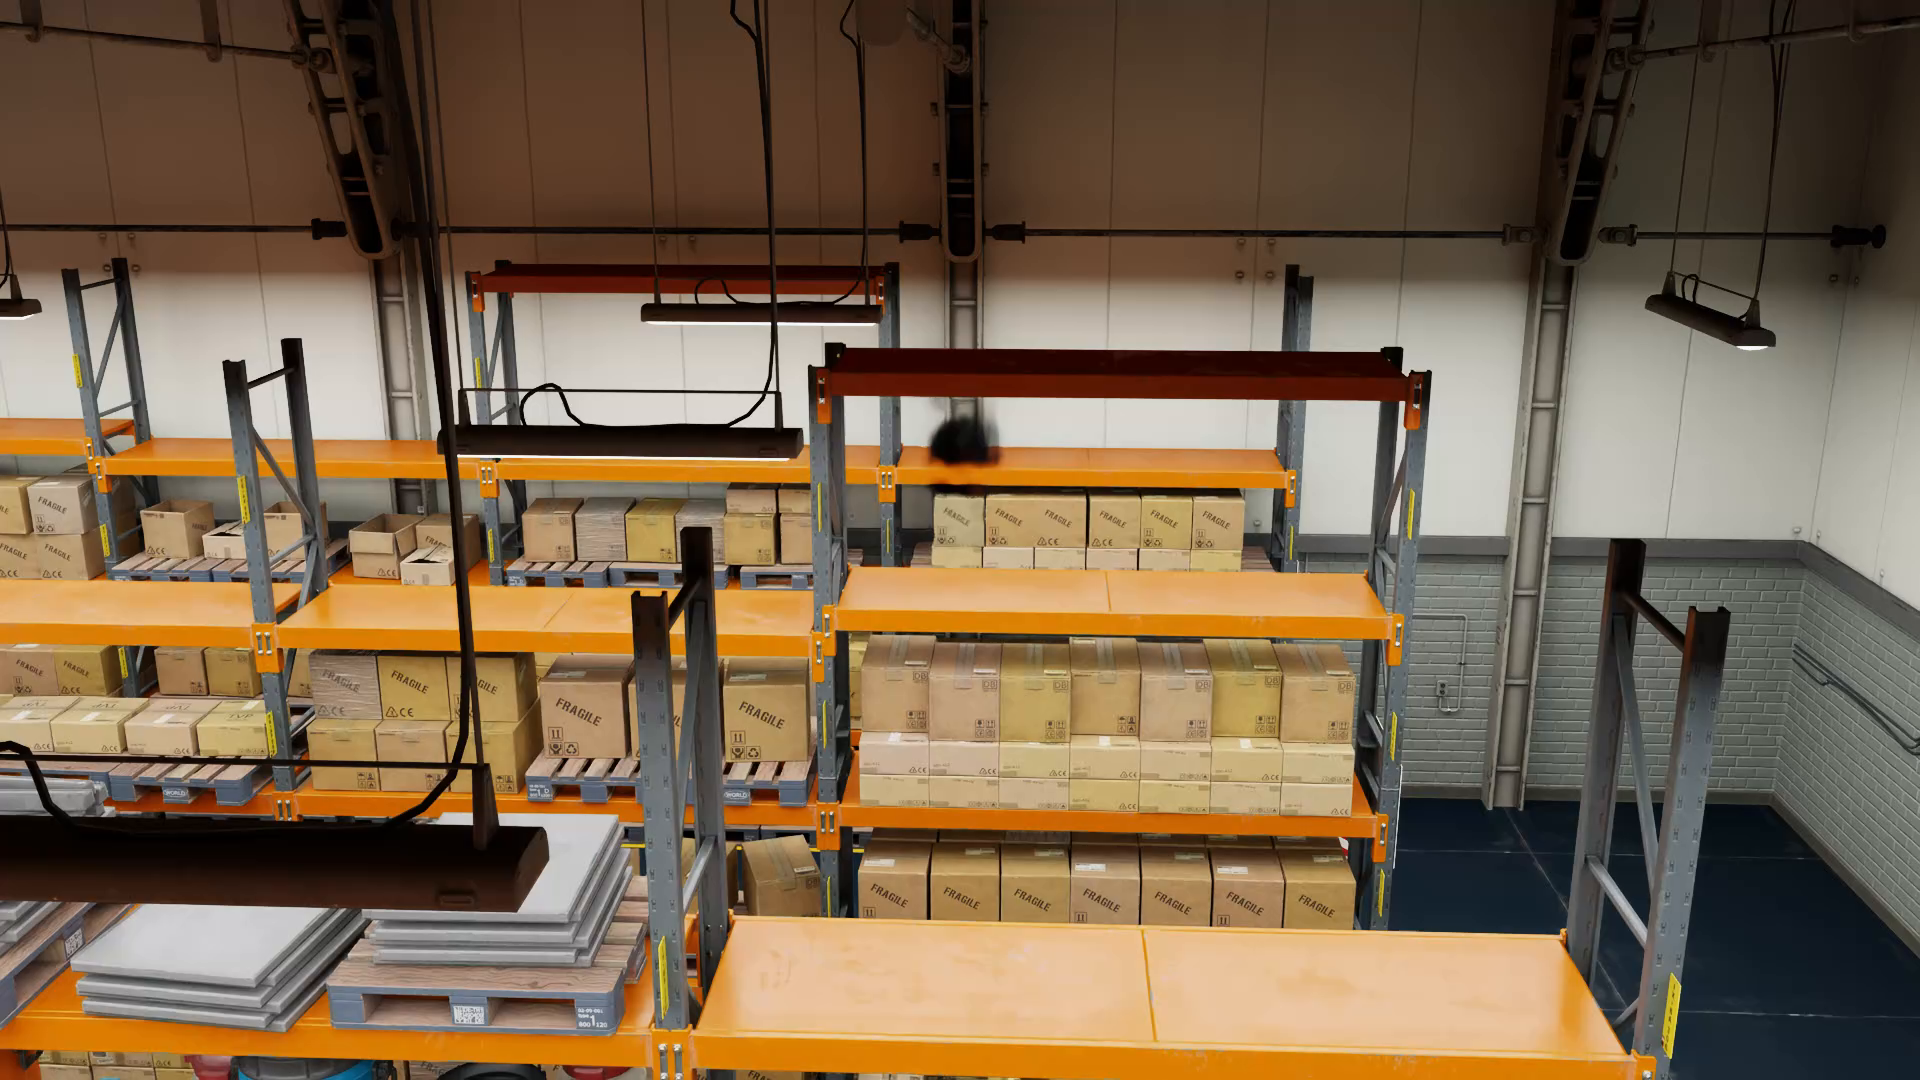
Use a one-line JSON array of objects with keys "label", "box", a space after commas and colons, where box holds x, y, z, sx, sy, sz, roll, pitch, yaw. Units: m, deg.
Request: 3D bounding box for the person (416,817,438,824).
[{"label": "person", "box": [-4.649, 2.908, 15.344, 0.980, 1.774, 0.682, -4, 17, -13]}]
